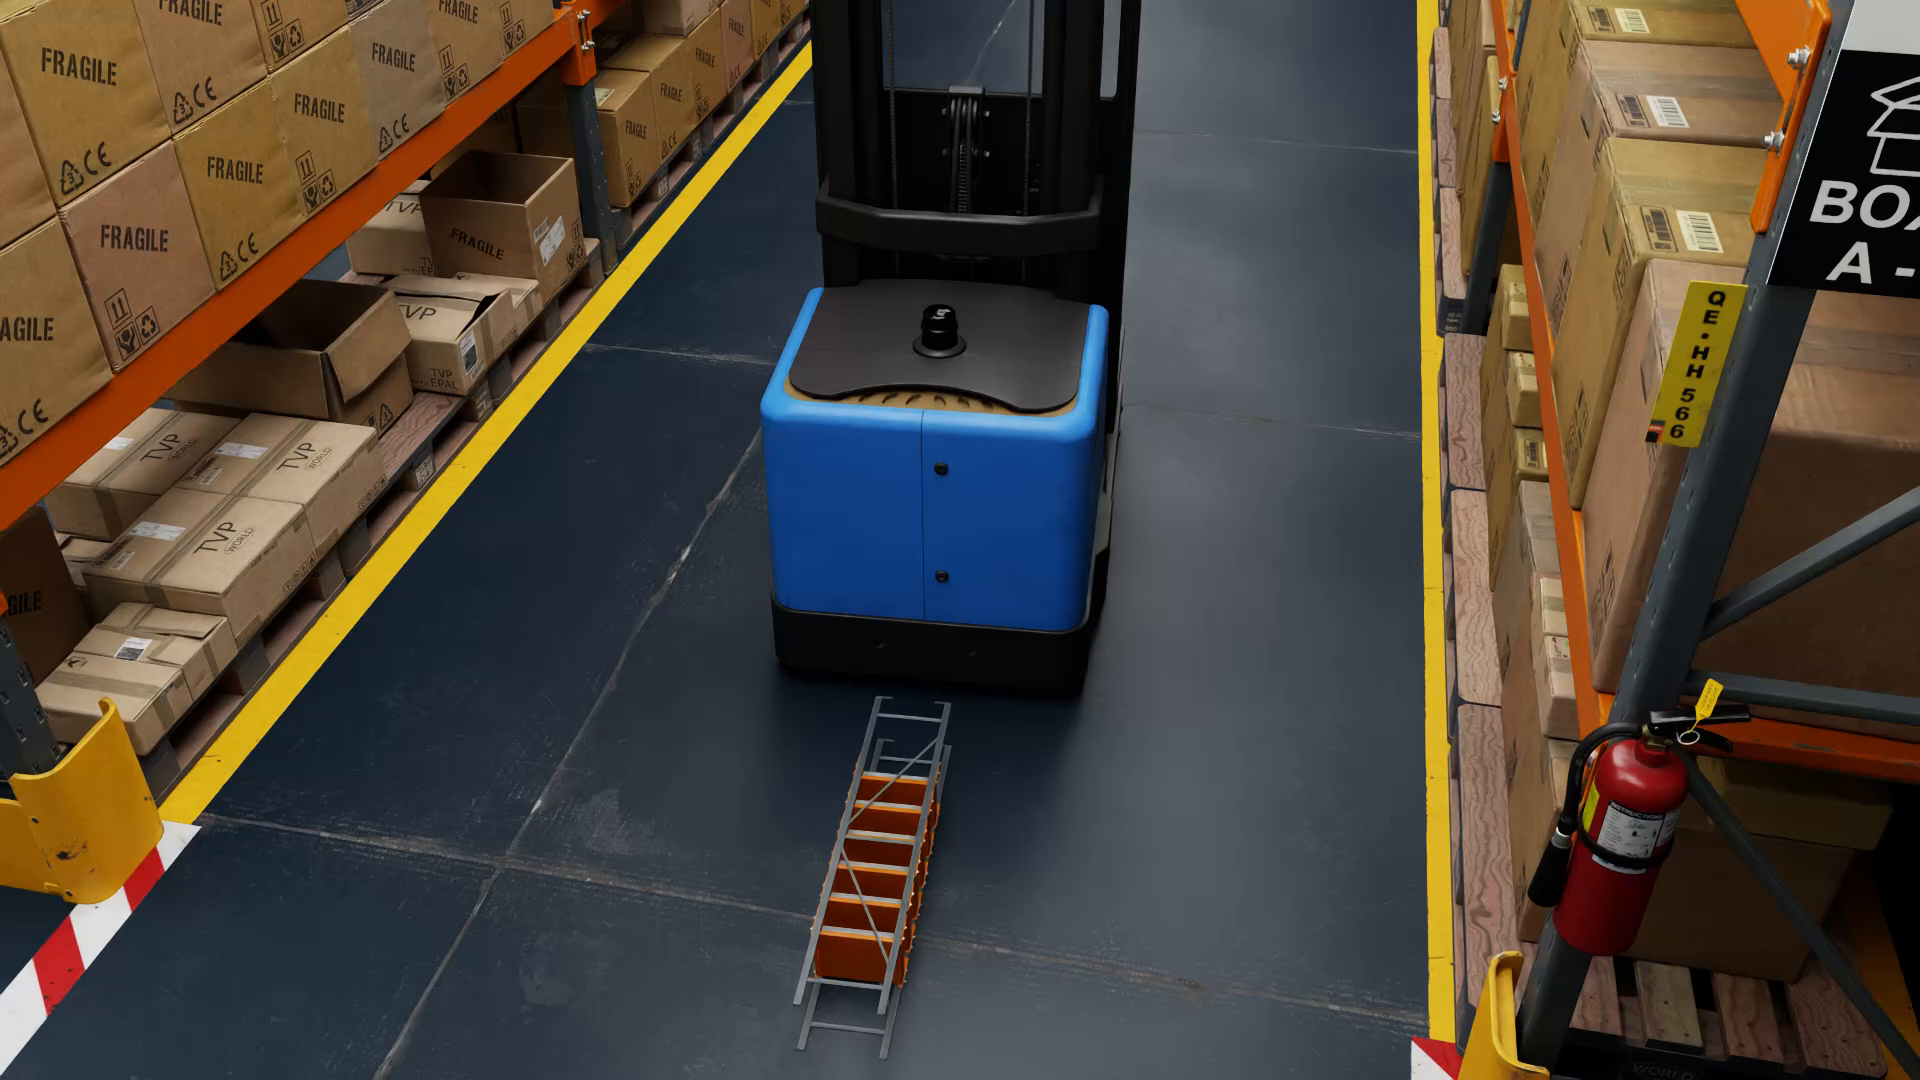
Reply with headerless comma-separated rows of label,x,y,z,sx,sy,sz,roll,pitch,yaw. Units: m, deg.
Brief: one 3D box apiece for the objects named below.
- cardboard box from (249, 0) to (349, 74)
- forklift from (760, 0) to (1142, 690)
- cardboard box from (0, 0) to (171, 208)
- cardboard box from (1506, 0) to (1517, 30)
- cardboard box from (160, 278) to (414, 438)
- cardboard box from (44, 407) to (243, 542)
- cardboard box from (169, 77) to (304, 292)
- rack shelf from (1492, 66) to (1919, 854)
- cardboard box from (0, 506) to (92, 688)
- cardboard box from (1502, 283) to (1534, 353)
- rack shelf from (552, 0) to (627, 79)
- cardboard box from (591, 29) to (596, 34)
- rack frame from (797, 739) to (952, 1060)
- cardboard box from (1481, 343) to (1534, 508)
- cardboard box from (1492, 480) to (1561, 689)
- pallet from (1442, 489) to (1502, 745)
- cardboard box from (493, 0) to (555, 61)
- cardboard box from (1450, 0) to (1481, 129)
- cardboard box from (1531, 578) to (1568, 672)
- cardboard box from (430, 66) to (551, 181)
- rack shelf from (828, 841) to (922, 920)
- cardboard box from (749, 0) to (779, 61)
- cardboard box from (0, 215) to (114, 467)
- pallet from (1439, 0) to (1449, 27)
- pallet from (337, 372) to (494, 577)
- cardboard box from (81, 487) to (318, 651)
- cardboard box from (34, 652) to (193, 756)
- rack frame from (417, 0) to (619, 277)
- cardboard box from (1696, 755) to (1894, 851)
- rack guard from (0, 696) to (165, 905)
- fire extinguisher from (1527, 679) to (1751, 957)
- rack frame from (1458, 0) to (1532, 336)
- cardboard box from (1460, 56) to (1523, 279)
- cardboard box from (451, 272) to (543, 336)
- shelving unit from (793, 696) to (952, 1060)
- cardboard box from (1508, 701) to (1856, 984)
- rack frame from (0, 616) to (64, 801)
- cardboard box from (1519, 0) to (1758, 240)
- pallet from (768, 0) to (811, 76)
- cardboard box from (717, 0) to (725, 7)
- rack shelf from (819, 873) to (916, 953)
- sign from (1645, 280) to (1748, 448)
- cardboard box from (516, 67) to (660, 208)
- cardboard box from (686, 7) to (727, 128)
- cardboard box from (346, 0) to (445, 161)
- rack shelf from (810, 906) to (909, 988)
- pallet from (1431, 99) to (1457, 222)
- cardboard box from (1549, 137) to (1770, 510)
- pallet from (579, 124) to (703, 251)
cardboard box,-2.341,-1.828,5.279,0.500,0.500,0.500,7,37,10
forklift,0.081,-1.549,5.889,1.130,2.935,3.031,4,36,6
cardboard box,-2.560,-1.250,4.482,0.500,0.500,0.500,8,37,10
cardboard box,2.504,-2.241,6.983,0.380,0.149,0.250,8,37,11
cardboard box,-2.559,-0.666,6.365,0.797,0.503,0.637,7,37,10
cardboard box,-2.909,-0.231,5.981,0.500,0.250,0.500,7,37,10
cardboard box,-2.450,-1.129,5.166,0.500,0.500,0.500,7,37,10
rack shelf,2.250,-0.520,5.024,1.077,0.370,4.000,7,37,10
cardboard box,-3.142,0.208,5.162,0.500,0.500,0.500,7,37,10
cardboard box,2.166,-0.789,6.001,0.380,0.149,0.250,8,37,12
rack shelf,-1.736,-3.432,9.042,1.077,0.370,4.000,7,37,10
cardboard box,-2.116,-2.631,9.079,0.500,0.500,0.500,8,37,11
rack frame,-0.228,1.002,4.857,0.240,0.006,1.200,5,37,6
cardboard box,2.307,-0.412,6.034,0.700,0.500,0.500,7,37,9
cardboard box,2.088,0.189,5.206,0.700,0.500,0.500,6,36,8
pallet,2.180,0.299,5.657,1.003,0.211,1.213,7,37,10
cardboard box,-2.019,-2.298,6.779,0.500,0.500,0.500,8,37,11
cardboard box,3.053,-2.644,8.816,0.750,0.750,0.750,7,37,10
cardboard box,1.778,0.258,4.557,0.380,0.149,0.250,8,37,11
cardboard box,-2.337,-2.061,8.293,0.500,0.500,0.500,7,37,10
rack shelf,-0.239,0.972,4.742,0.258,0.180,0.103,5,37,6
cardboard box,-1.390,-3.173,9.827,0.500,0.500,0.500,6,36,8
cardboard box,-2.665,-0.545,4.360,0.500,0.500,0.500,8,37,11
pallet,3.700,-3.569,10.995,1.003,0.211,1.213,7,37,10
pallet,-2.569,-0.352,6.556,1.003,0.211,1.213,7,37,10
cardboard box,-2.517,0.089,5.539,0.500,0.250,0.500,7,37,10
cardboard box,-2.592,0.496,5.064,0.380,0.149,0.250,7,37,10
rack frame,-2.163,-2.576,7.248,1.000,3.000,0.127,7,37,10
cardboard box,2.044,0.598,4.088,0.380,0.149,0.250,8,37,10
rack guard,-3.001,0.686,4.878,1.175,0.500,0.348,7,37,10
fire extinguisher,1.340,0.547,3.323,0.296,0.674,0.183,7,37,10
rack frame,2.677,-1.957,6.395,1.000,3.000,0.127,7,37,10
cardboard box,2.689,-1.646,7.439,0.750,0.750,0.750,8,37,11
cardboard box,-2.029,-1.015,7.149,0.380,0.149,0.250,7,37,10
shelving unit,-0.228,0.928,4.803,0.258,0.189,1.200,5,37,6
cardboard box,1.875,0.764,4.412,0.700,0.500,0.500,7,37,10
rack frame,-3.017,-0.283,4.084,1.000,3.000,0.127,7,37,10
cardboard box,2.384,-1.352,5.304,0.980,0.700,0.700,6,36,9
pallet,-1.505,-3.317,10.647,1.003,0.211,1.213,7,37,10
cardboard box,-1.501,-3.154,9.161,0.500,0.250,0.500,7,36,9
rack shelf,-0.255,1.043,4.646,0.258,0.180,0.103,5,37,6
sign,1.296,-0.305,2.926,0.100,0.325,0.005,7,37,10
cardboard box,-1.821,-1.989,8.193,0.500,0.500,0.500,6,36,8
cardboard box,-1.604,-2.582,9.011,0.500,0.500,0.500,8,37,11
cardboard box,-2.235,-1.707,5.965,0.500,0.500,0.500,8,37,11
rack shelf,-0.272,1.113,4.551,0.258,0.180,0.103,5,37,6
pallet,3.027,-1.982,8.804,1.003,0.211,1.213,7,37,10
cardboard box,2.067,-0.498,4.125,0.980,0.700,0.700,7,37,10
pallet,-2.026,-1.918,8.717,1.003,0.211,1.213,7,37,10
